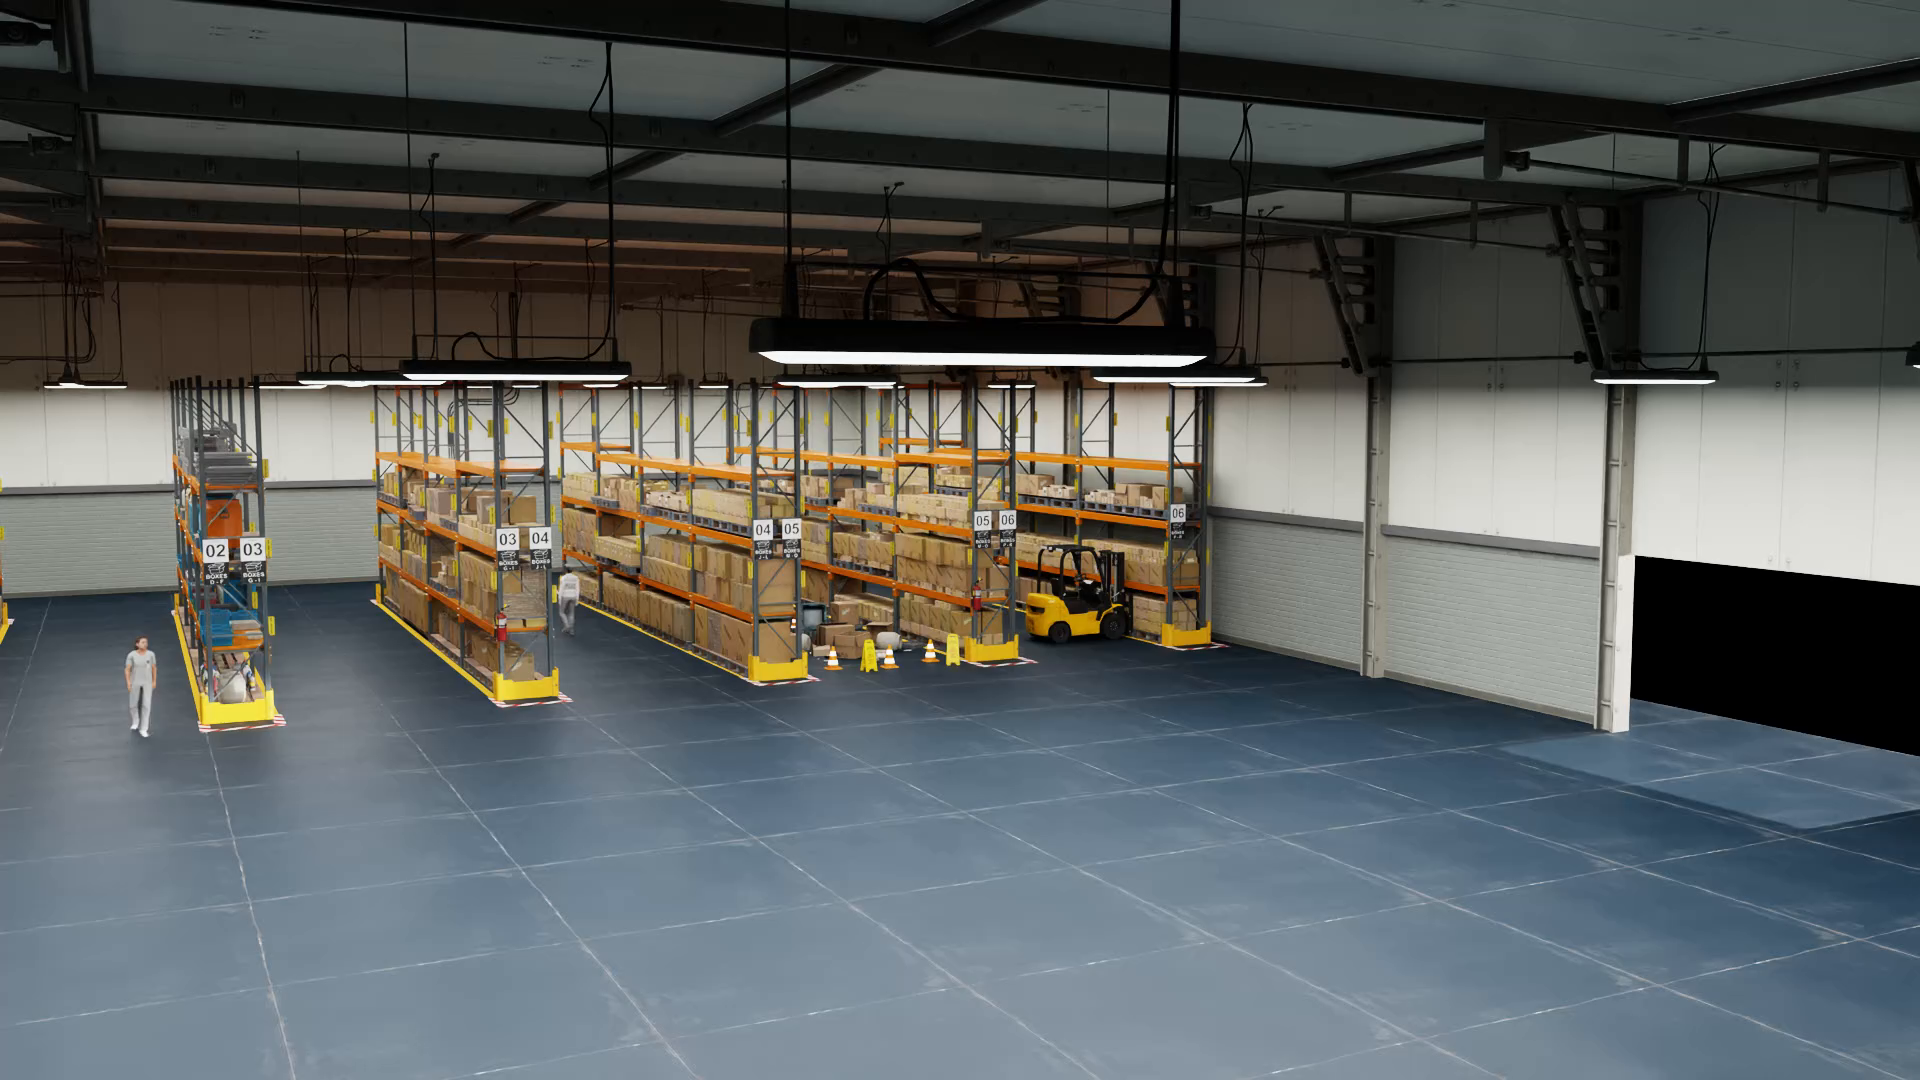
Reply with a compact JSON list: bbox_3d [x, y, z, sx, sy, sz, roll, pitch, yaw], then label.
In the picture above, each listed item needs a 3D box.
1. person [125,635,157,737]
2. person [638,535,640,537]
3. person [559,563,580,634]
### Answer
[{"bbox_3d":[-13.743,2.439,27.926,0.501,1.686,0.705,-4,6,-36],"label":"person"},{"bbox_3d":[-10.006,0.341,50.509,0.593,1.760,0.498,2,6,25],"label":"person"},{"bbox_3d":[-9.208,1.396,39.205,0.520,1.672,0.423,-3,6,-30],"label":"person"}]
